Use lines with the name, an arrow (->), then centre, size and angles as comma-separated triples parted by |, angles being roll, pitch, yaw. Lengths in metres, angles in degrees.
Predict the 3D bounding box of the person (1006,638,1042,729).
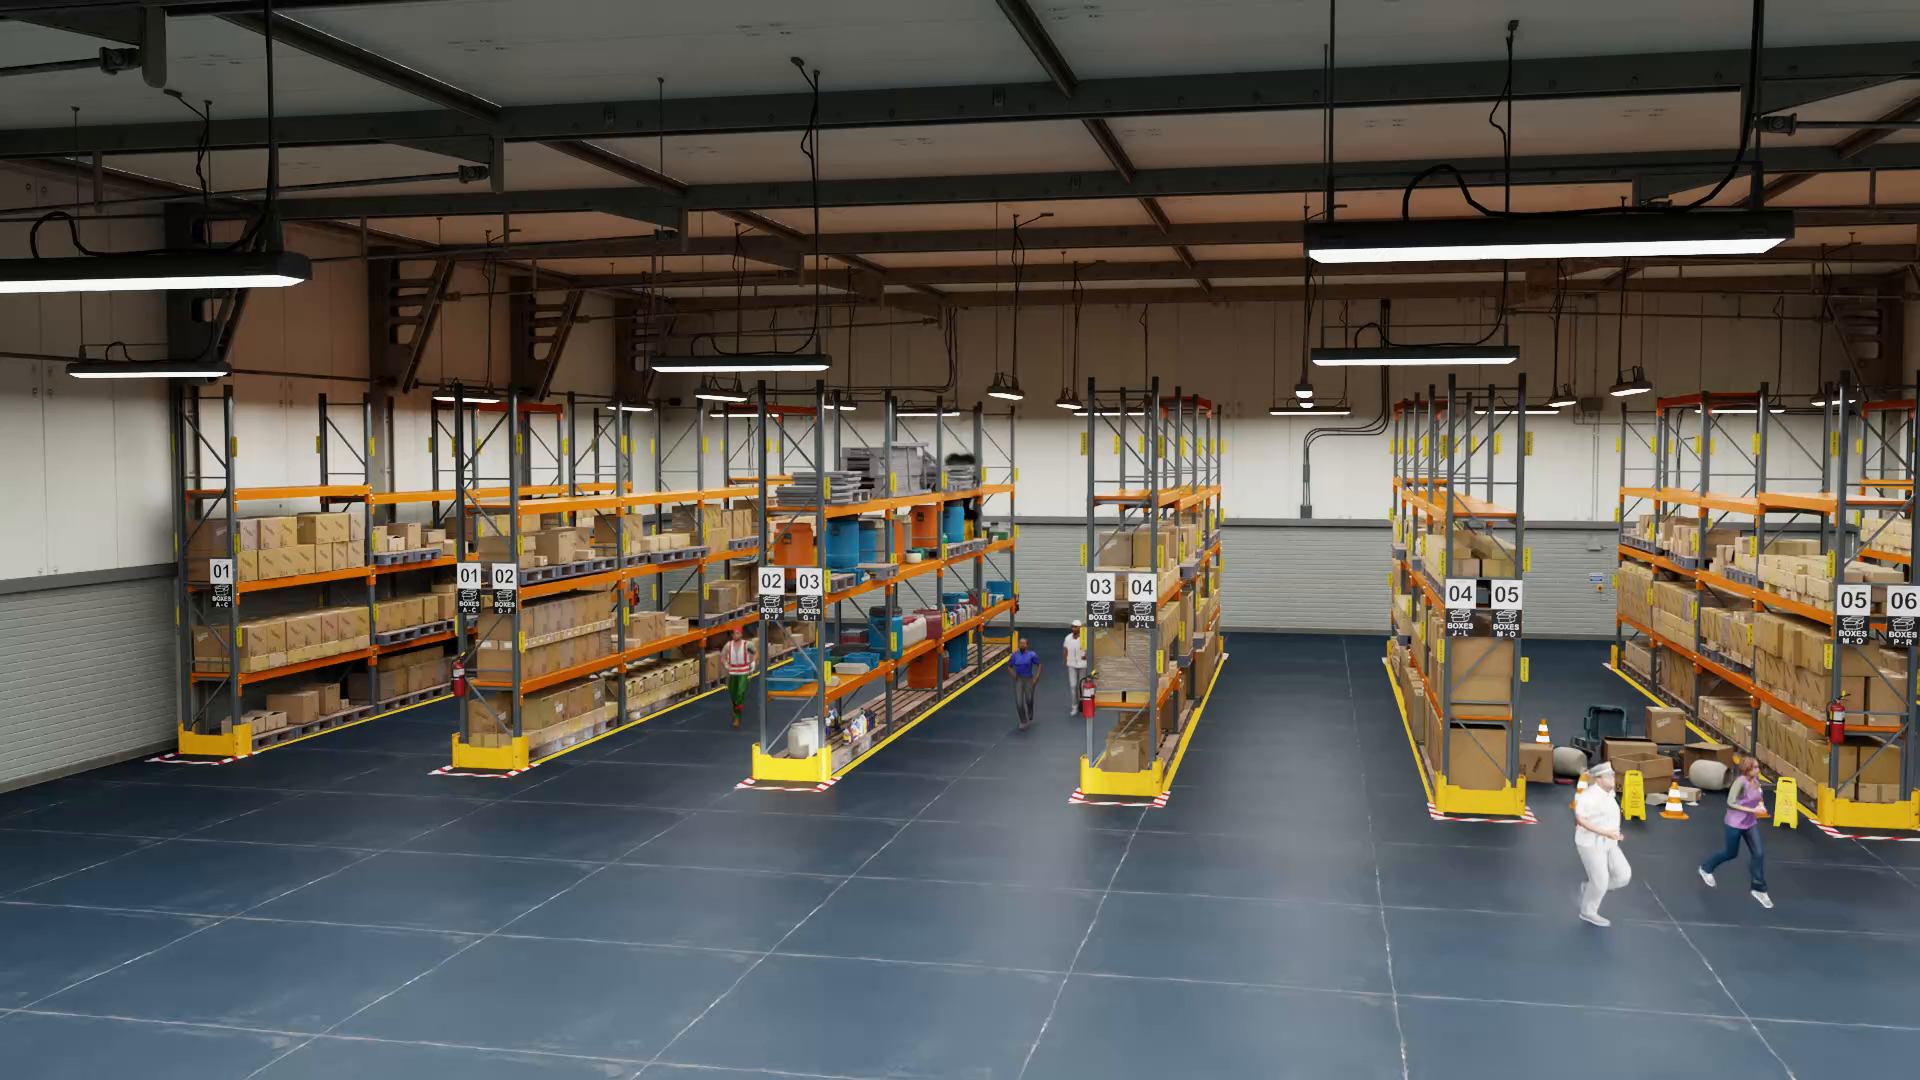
person -> 1.139, 2.548, 29.610 | 0.629, 1.618, 0.539 | 0, 3, 5

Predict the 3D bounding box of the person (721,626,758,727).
person -> -3.993, 2.435, 30.064 | 0.667, 1.785, 0.897 | 0, 3, 4

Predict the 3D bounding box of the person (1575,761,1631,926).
person -> 6.704, 3.163, 17.366 | 0.671, 1.742, 0.580 | -2, 4, -37

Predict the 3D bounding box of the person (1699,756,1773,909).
person -> 8.603, 3.175, 18.392 | 0.563, 1.613, 0.901 | -2, 4, -32

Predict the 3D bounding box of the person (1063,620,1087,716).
person -> 2.239, 2.380, 31.284 | 0.689, 1.767, 0.852 | 1, 3, 17
